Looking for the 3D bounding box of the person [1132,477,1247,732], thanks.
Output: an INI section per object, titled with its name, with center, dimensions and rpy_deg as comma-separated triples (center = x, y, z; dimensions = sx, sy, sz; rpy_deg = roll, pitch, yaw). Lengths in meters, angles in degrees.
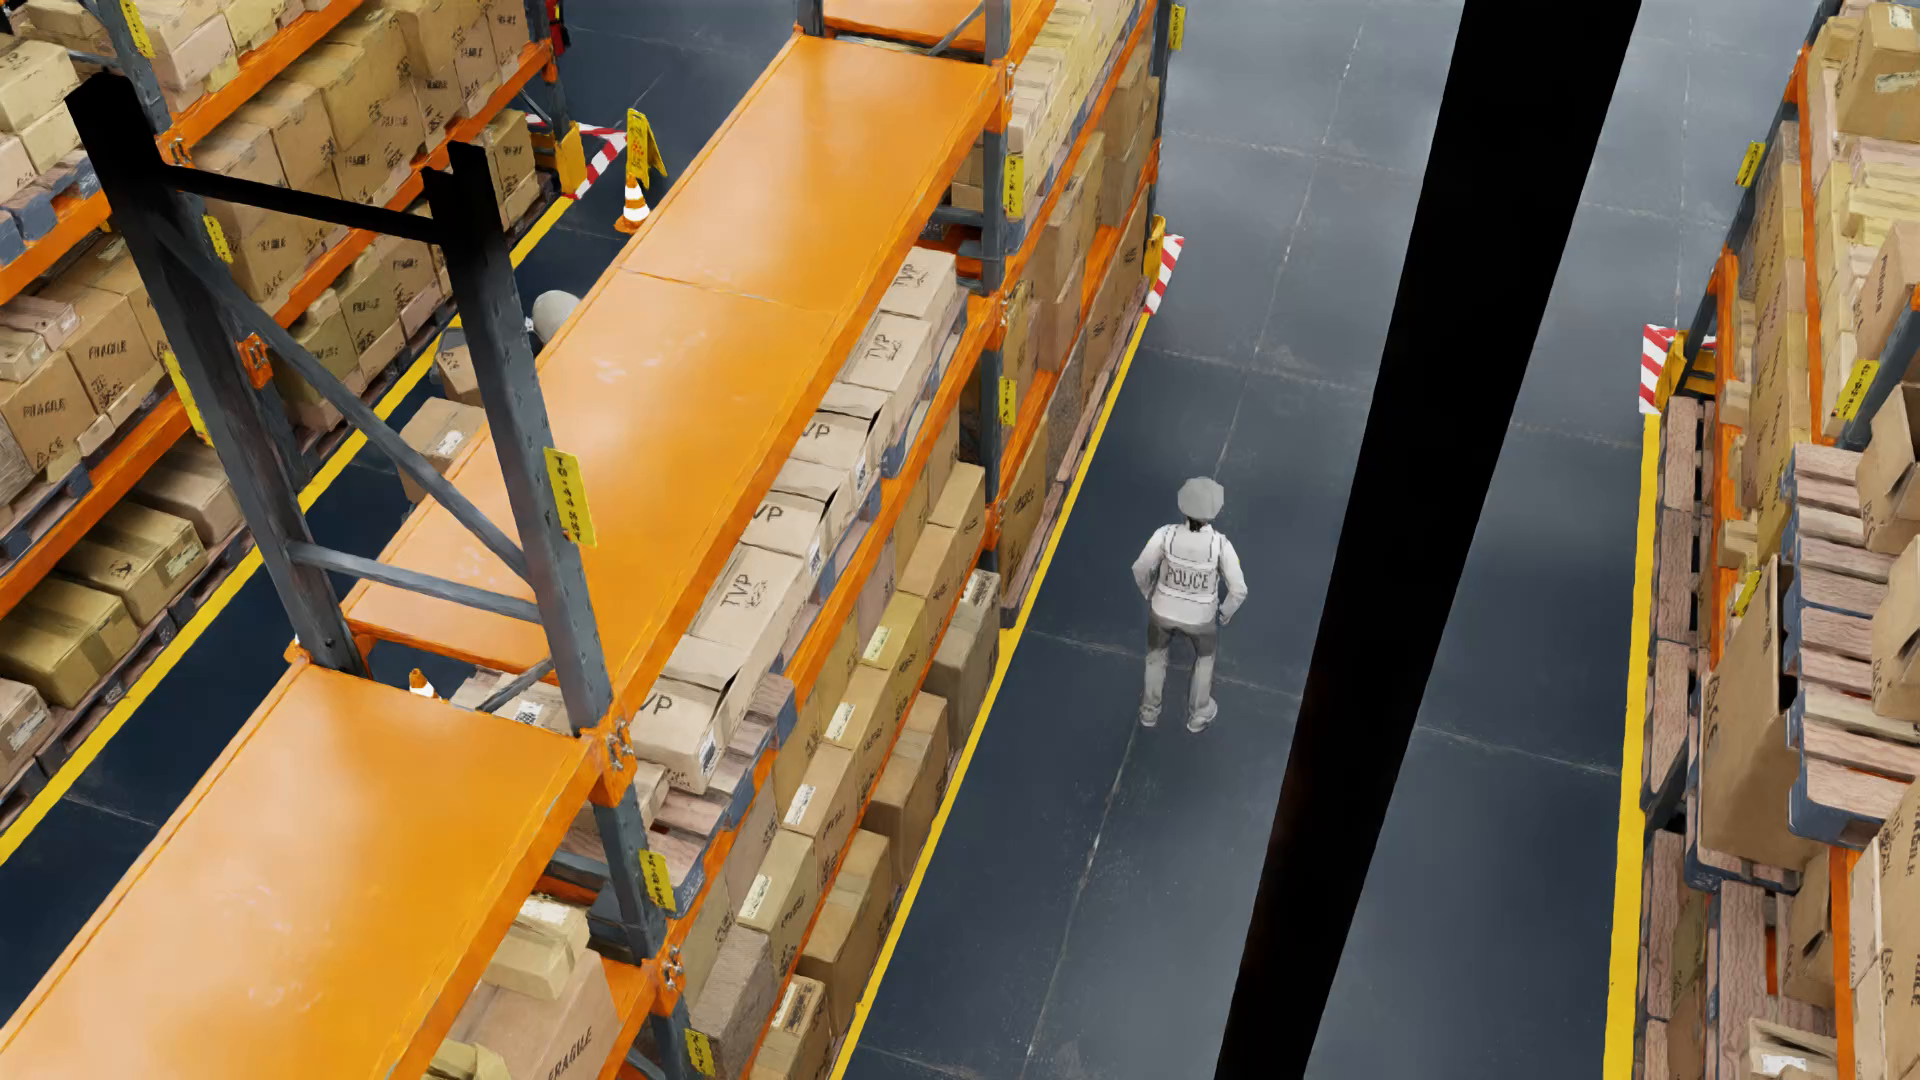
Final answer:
[person]
center = 1.252, 0.383, 9.245
dimensions = 0.639, 1.622, 0.512
rpy_deg = 12, 47, 11
